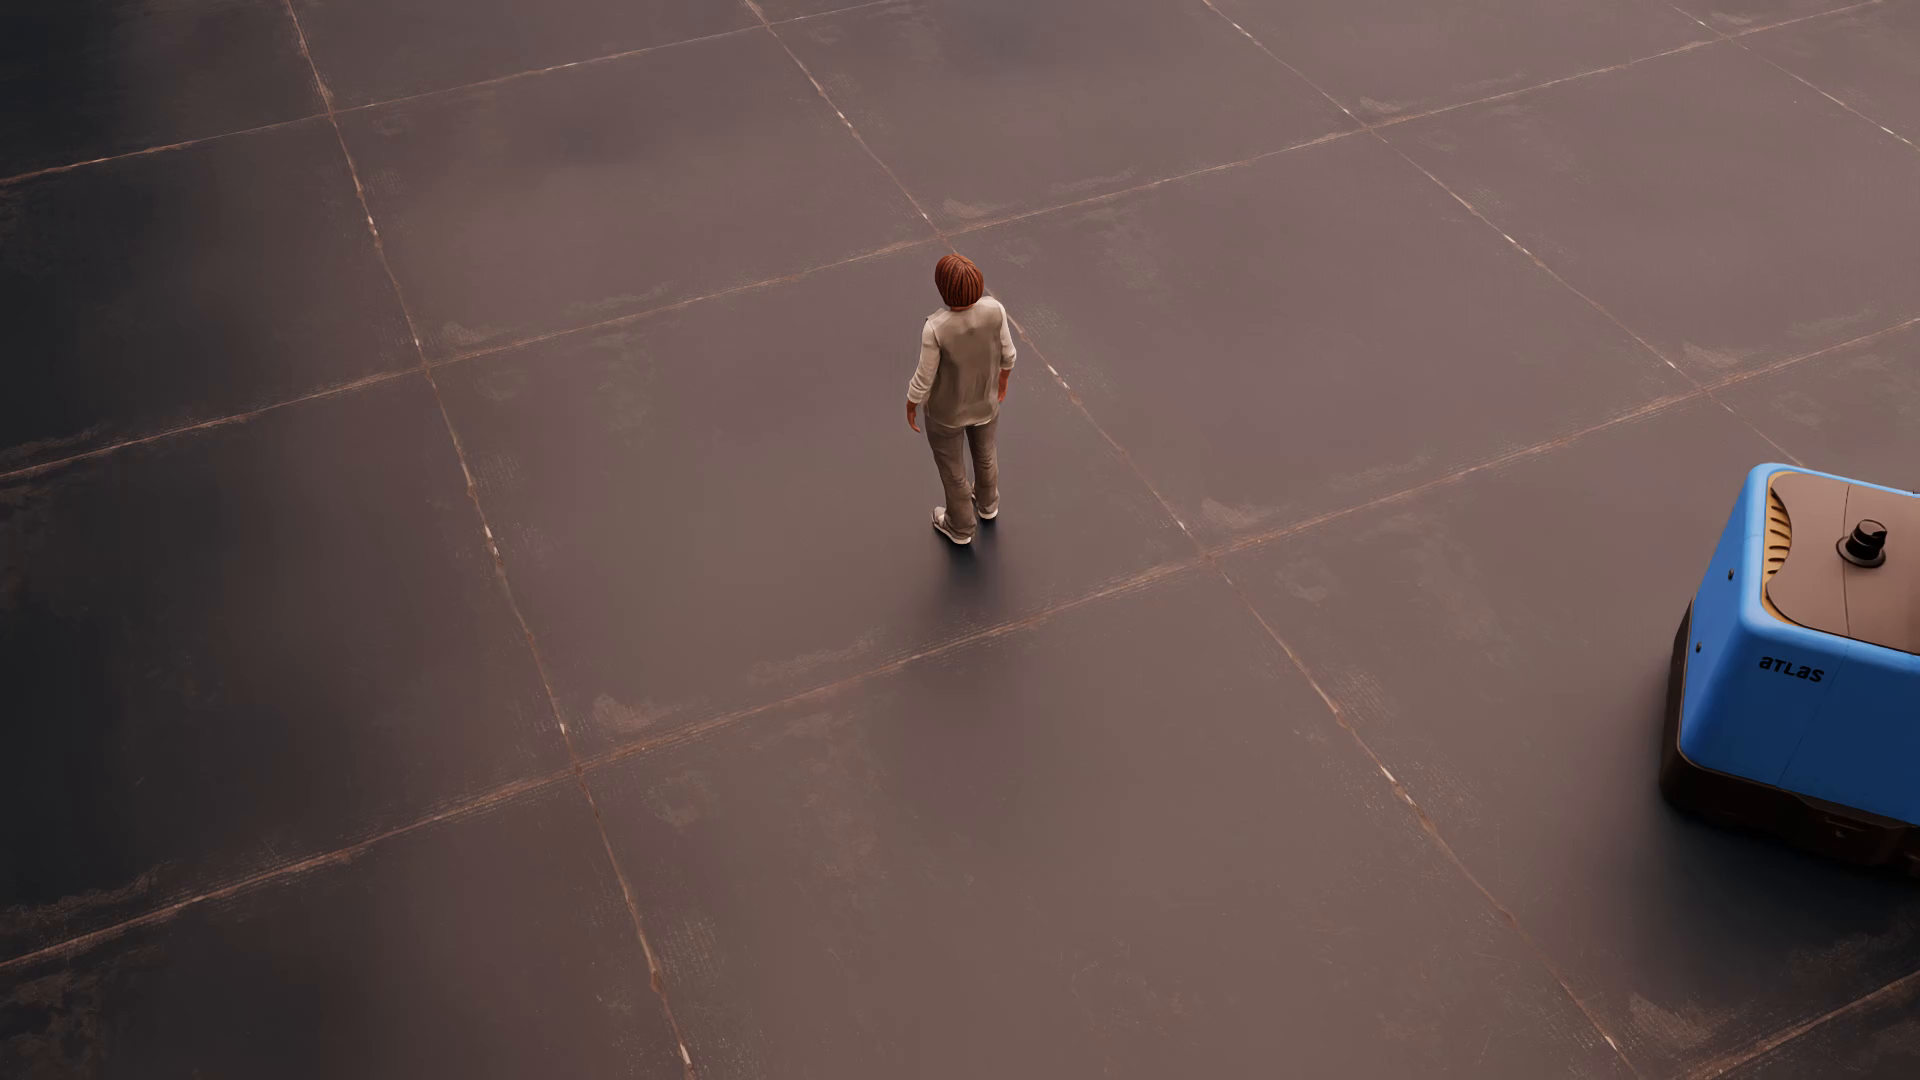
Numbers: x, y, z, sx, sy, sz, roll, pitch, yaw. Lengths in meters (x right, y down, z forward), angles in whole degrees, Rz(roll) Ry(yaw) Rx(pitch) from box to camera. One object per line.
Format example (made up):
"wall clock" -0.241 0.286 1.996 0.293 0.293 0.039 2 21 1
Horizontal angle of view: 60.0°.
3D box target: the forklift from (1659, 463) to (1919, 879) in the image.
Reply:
"forklift" 4.374 0.061 5.615 3.031 2.935 1.130 15 45 15

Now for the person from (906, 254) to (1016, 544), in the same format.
"person" -0.019 -0.639 7.333 0.521 1.599 0.473 -18 46 -18
